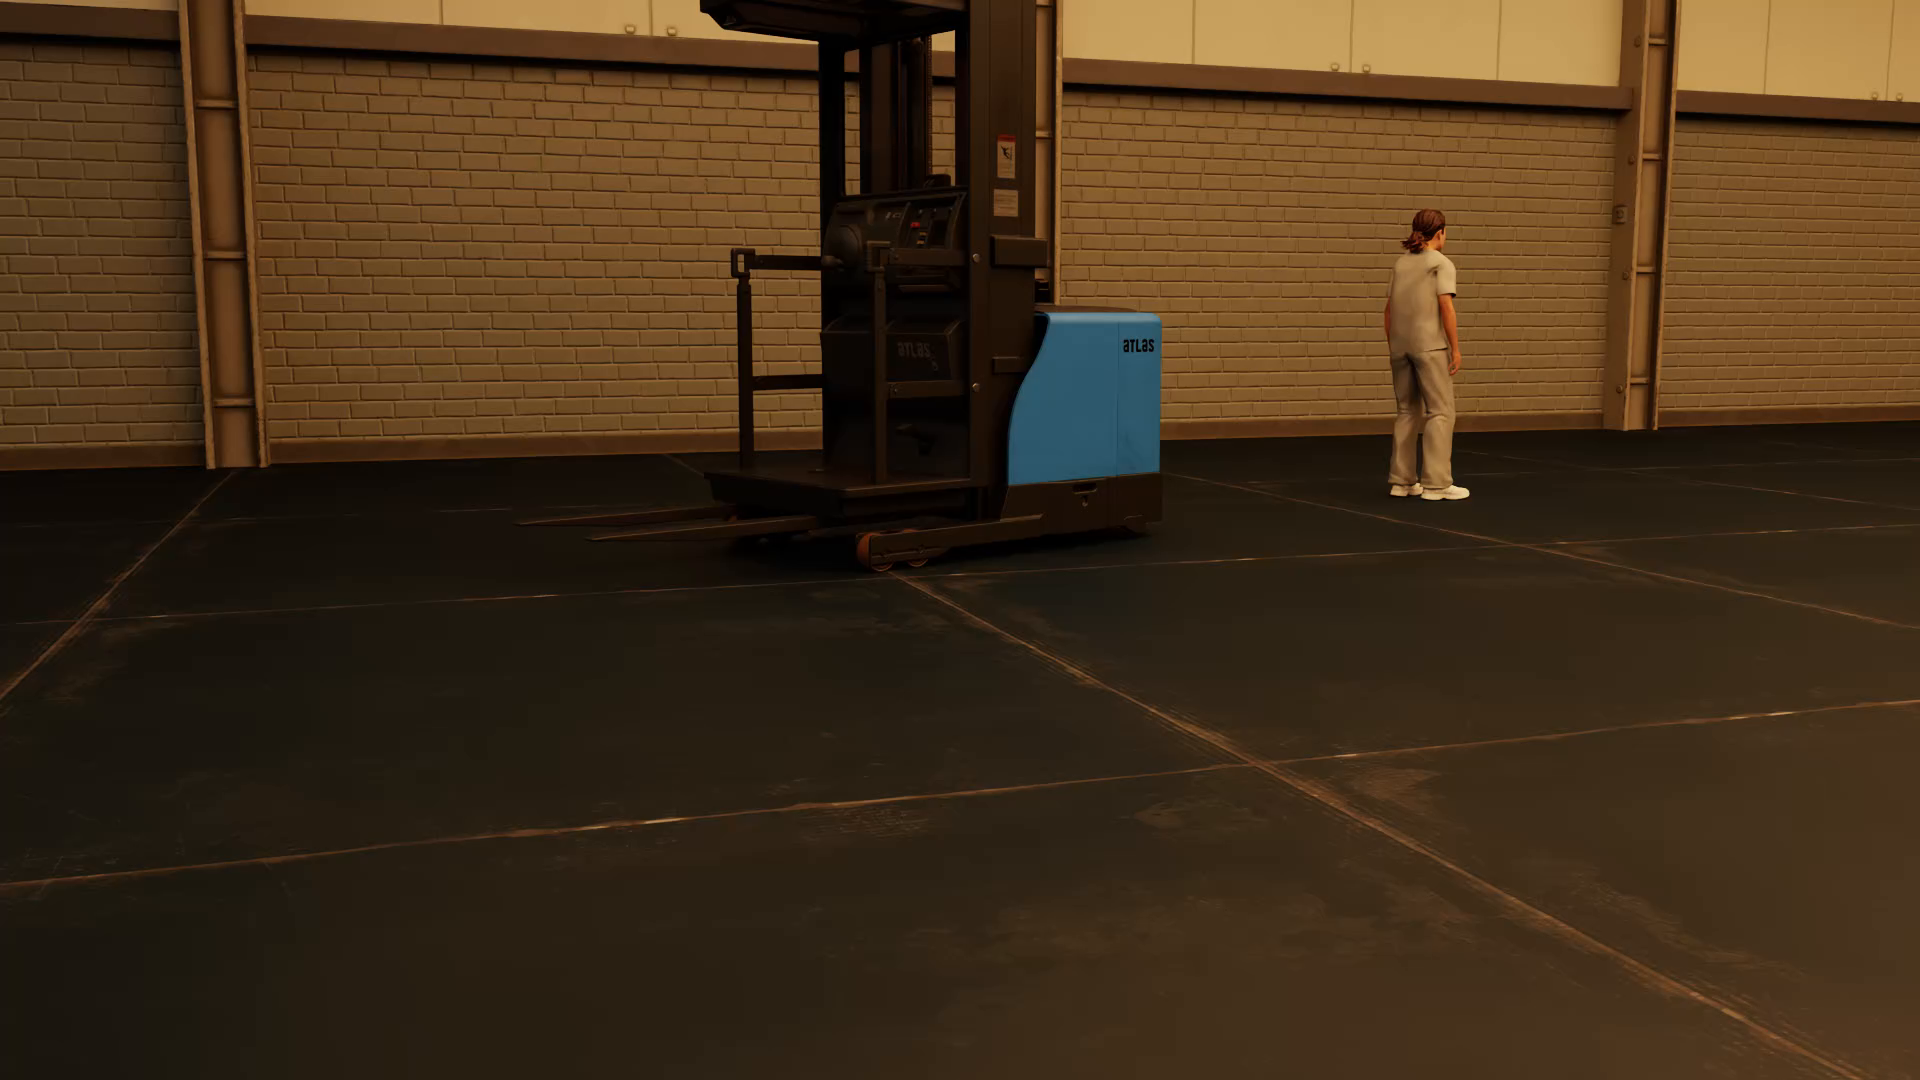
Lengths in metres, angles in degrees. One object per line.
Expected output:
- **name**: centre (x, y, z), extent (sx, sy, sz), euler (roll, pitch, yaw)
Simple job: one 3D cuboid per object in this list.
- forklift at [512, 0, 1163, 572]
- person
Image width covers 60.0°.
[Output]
- **forklift**: centre (-0.461, -1.399, 7.333), extent (3.031, 2.935, 1.130), euler (-7, 10, -40)
- **person**: centre (2.696, -1.080, 9.665), extent (0.365, 1.671, 0.507), euler (-6, 10, -36)
